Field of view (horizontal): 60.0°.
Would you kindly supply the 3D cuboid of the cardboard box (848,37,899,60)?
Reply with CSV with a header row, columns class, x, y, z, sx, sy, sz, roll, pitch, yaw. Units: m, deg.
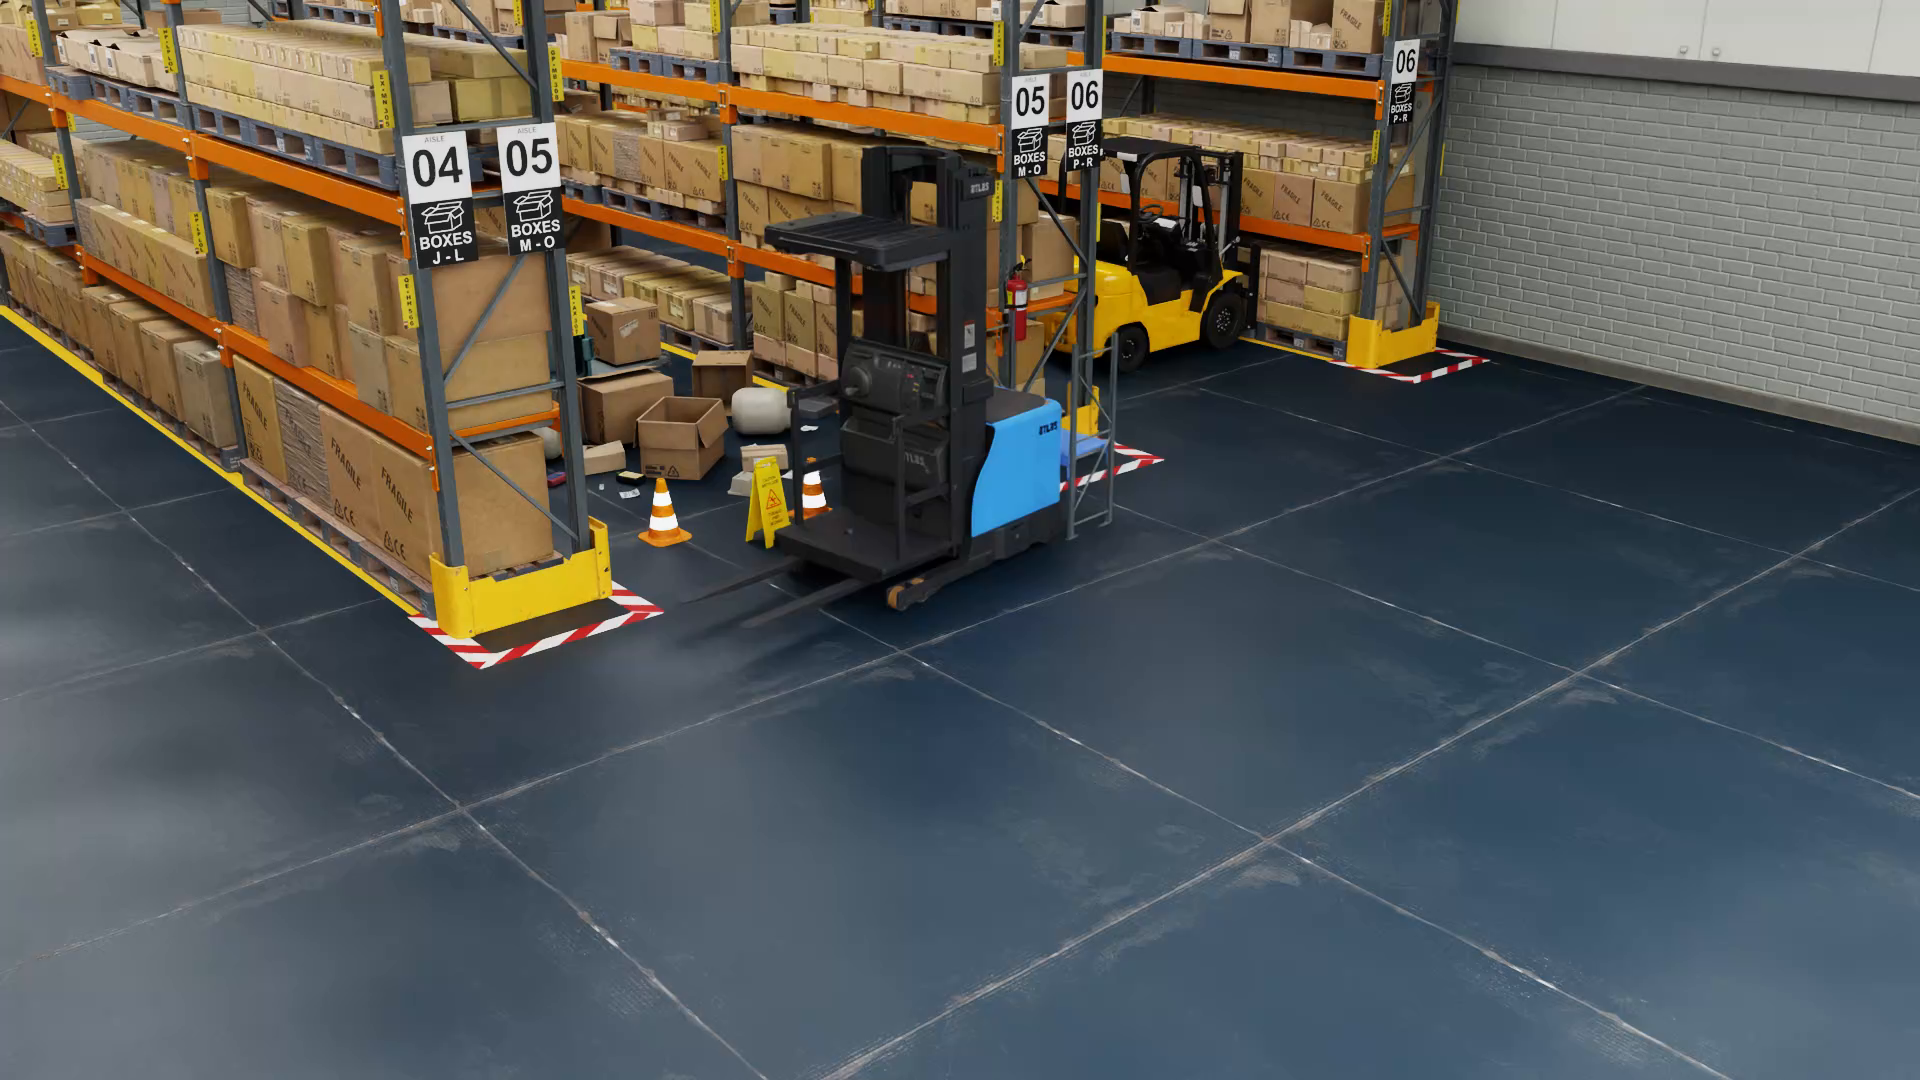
class,x,y,z,sx,sy,sz,roll,pitch,yaw
cardboard box,-0.739,-4.229,14.306,0.380,0.149,0.250,-17,27,-36

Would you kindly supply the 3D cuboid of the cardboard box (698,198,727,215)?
class,x,y,z,sx,sy,sz,roll,pitch,yaw
cardboard box,-2.424,-3.399,16.818,0.380,0.149,0.250,-17,27,-37

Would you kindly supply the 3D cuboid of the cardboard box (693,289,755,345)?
class,x,y,z,sx,sy,sz,roll,pitch,yaw
cardboard box,-2.223,-2.361,17.425,0.950,0.372,0.625,-17,27,-37

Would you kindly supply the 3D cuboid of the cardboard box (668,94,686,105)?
class,x,y,z,sx,sy,sz,roll,pitch,yaw
cardboard box,-4.199,-6.923,25.845,0.500,0.250,0.500,-17,27,-37

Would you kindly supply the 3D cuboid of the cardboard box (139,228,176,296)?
class,x,y,z,sx,sy,sz,roll,pitch,yaw
cardboard box,-6.766,-2.444,14.474,0.500,0.500,0.500,-17,27,-37

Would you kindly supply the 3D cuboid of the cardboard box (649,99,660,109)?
class,x,y,z,sx,sy,sz,roll,pitch,yaw
cardboard box,-4.736,-6.979,26.533,0.380,0.149,0.250,-18,27,-38

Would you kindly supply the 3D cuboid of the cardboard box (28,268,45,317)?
class,x,y,z,sx,sy,sz,roll,pitch,yaw
cardboard box,-9.805,-2.725,18.181,0.500,0.500,0.500,-17,27,-37

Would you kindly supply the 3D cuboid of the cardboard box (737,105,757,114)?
class,x,y,z,sx,sy,sz,roll,pitch,yaw
cardboard box,-2.859,-6.549,24.379,0.700,0.500,0.500,-17,27,-37

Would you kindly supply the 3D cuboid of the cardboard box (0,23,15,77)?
class,x,y,z,sx,sy,sz,roll,pitch,yaw
cardboard box,-9.399,-4.958,16.779,0.500,0.500,0.500,-17,27,-37

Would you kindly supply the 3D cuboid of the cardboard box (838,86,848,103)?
class,x,y,z,sx,sy,sz,roll,pitch,yaw
cardboard box,-0.854,-3.952,14.694,0.380,0.149,0.250,-17,27,-37

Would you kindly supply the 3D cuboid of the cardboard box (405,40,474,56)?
class,x,y,z,sx,sy,sz,roll,pitch,yaw
cardboard box,-3.423,-3.204,10.976,0.380,0.149,0.250,-17,27,-37

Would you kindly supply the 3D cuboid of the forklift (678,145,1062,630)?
class,x,y,z,sx,sy,sz,roll,pitch,yaw
forklift,-0.594,-1.093,11.256,1.130,2.935,3.031,18,28,38

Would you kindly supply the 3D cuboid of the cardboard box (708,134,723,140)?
class,x,y,z,sx,sy,sz,roll,pitch,yaw
cardboard box,-2.295,-3.961,17.363,0.500,0.500,0.500,-17,27,-37

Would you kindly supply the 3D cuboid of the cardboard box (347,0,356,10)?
class,x,y,z,sx,sy,sz,roll,pitch,yaw
cardboard box,-7.933,-7.150,22.144,0.380,0.149,0.250,-17,27,-36

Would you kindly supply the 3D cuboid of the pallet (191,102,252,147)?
class,x,y,z,sx,sy,sz,roll,pitch,yaw
pallet,-5.037,-3.165,12.460,1.003,0.211,1.213,-17,27,-37

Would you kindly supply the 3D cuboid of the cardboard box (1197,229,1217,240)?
class,x,y,z,sx,sy,sz,roll,pitch,yaw
cardboard box,2.617,-3.321,18.673,0.500,0.250,0.500,-16,27,-36

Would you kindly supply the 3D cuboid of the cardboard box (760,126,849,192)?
class,x,y,z,sx,sy,sz,roll,pitch,yaw
cardboard box,-1.439,-3.575,15.583,0.700,0.500,0.500,-17,27,-37

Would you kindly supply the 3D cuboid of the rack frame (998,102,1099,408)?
class,x,y,z,sx,sy,sz,roll,pitch,yaw
rack frame,0.732,-2.139,13.832,1.000,3.000,0.127,-17,27,-37

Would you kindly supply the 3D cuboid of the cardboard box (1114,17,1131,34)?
class,x,y,z,sx,sy,sz,roll,pitch,yaw
cardboard box,1.942,-5.752,18.576,0.380,0.149,0.250,-17,27,-36

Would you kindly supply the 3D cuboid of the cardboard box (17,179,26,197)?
class,x,y,z,sx,sy,sz,roll,pitch,yaw
cardboard box,-9.354,-3.603,16.931,0.380,0.149,0.250,-17,27,-37

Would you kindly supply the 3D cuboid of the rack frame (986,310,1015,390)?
class,x,y,z,sx,sy,sz,roll,pitch,yaw
rack frame,0.249,-1.024,13.043,0.032,1.500,0.500,19,28,40

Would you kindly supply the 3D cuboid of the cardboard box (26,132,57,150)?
class,x,y,z,sx,sy,sz,roll,pitch,yaw
cardboard box,-10.375,-4.539,18.914,0.380,0.149,0.250,-16,26,-35

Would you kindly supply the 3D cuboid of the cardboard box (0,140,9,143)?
class,x,y,z,sx,sy,sz,roll,pitch,yaw
cardboard box,-10.690,-4.310,18.328,0.380,0.149,0.250,-17,27,-36

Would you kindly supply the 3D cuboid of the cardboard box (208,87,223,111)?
class,x,y,z,sx,sy,sz,roll,pitch,yaw
cardboard box,-5.251,-3.238,12.156,0.380,0.149,0.250,-18,27,-38

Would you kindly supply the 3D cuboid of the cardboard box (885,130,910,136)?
class,x,y,z,sx,sy,sz,roll,pitch,yaw
cardboard box,-0.646,-5.508,21.955,0.500,0.250,0.500,-17,27,-37

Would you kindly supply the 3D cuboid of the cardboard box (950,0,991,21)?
class,x,y,z,sx,sy,sz,roll,pitch,yaw
cardboard box,0.221,-6.678,20.458,0.500,0.500,0.500,-17,27,-36

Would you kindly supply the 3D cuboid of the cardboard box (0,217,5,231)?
class,x,y,z,sx,sy,sz,roll,pitch,yaw
cardboard box,-12.046,-4.041,21.207,0.380,0.149,0.250,-19,28,-39

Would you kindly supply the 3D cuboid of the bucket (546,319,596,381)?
class,x,y,z,sx,sy,sz,roll,pitch,yaw
bucket,-3.728,-1.733,15.199,0.726,0.611,0.620,-8,13,-19

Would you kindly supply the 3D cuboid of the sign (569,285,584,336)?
class,x,y,z,sx,sy,sz,roll,pitch,yaw
sign,-2.528,-1.503,10.913,0.100,0.325,0.005,-17,27,-37

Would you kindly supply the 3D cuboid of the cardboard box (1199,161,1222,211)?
class,x,y,z,sx,sy,sz,roll,pitch,yaw
cardboard box,2.967,-3.865,18.102,0.500,0.500,0.500,-17,27,-37

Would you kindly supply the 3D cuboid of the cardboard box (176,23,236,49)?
class,x,y,z,sx,sy,sz,roll,pitch,yaw
cardboard box,-5.583,-3.750,12.369,0.380,0.149,0.250,-17,27,-37

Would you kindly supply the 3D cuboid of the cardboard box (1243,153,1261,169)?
class,x,y,z,sx,sy,sz,roll,pitch,yaw
cardboard box,3.195,-4.048,17.680,0.380,0.149,0.250,-17,27,-37

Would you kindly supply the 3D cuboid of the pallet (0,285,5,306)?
class,x,y,z,sx,sy,sz,roll,pitch,yaw
pallet,-11.250,-3.127,20.178,1.003,0.211,1.213,-17,27,-37

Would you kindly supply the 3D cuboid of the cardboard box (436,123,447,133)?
class,x,y,z,sx,sy,sz,roll,pitch,yaw
cardboard box,-3.263,-2.765,10.950,0.380,0.149,0.250,-17,27,-37

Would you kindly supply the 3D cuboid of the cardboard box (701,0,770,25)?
class,x,y,z,sx,sy,sz,roll,pitch,yaw
cardboard box,-2.290,-5.392,16.968,0.500,0.250,0.500,-18,28,-39

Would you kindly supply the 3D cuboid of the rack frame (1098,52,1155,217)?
class,x,y,z,sx,sy,sz,roll,pitch,yaw
rack frame,1.879,-4.427,19.674,1.000,3.000,0.127,-17,27,-37

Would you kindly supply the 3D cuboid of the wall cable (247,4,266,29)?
class,x,y,z,sx,sy,sz,roll,pitch,yaw
wall cable,-12.344,-8.926,29.767,0.588,1.984,0.122,-17,27,-37

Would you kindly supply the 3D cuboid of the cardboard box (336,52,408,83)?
class,x,y,z,sx,sy,sz,roll,pitch,yaw
cardboard box,-3.591,-2.907,10.219,0.380,0.149,0.250,-17,27,-37

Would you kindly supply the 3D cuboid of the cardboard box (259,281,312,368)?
class,x,y,z,sx,sy,sz,roll,pitch,yaw
cardboard box,-4.674,-1.685,12.467,0.875,0.550,0.550,-17,27,-37

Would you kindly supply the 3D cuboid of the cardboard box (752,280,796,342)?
class,x,y,z,sx,sy,sz,roll,pitch,yaw
cardboard box,-1.698,-2.281,16.362,0.500,0.500,0.500,-16,26,-35

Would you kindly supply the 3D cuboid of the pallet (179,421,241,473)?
class,x,y,z,sx,sy,sz,roll,pitch,yaw
pallet,-6.124,-0.935,14.581,1.003,0.211,1.213,-17,27,-37

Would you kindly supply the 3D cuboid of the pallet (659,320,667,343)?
class,x,y,z,sx,sy,sz,roll,pitch,yaw
pallet,-3.189,-2.498,18.572,1.003,0.211,1.213,-17,27,-37

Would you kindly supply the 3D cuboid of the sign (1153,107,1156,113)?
class,x,y,z,sx,sy,sz,roll,pitch,yaw
sign,2.298,-4.999,19.840,0.100,0.325,0.005,-17,27,-37

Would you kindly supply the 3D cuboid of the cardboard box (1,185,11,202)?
class,x,y,z,sx,sy,sz,roll,pitch,yaw
cardboard box,-9.858,-3.679,17.532,0.380,0.149,0.250,-19,28,-40

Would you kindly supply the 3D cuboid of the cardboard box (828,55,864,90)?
class,x,y,z,sx,sy,sz,roll,pitch,yaw
cardboard box,-0.807,-4.102,14.529,0.500,0.250,0.500,-17,27,-37

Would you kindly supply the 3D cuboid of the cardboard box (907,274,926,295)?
class,x,y,z,sx,sy,sz,roll,pitch,yaw
cardboard box,-0.266,-2.258,14.480,0.380,0.149,0.250,-17,27,-37

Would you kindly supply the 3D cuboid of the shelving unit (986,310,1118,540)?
class,x,y,z,sx,sy,sz,roll,pitch,yaw
shelving unit,0.618,-0.897,12.718,1.048,1.500,0.538,19,28,40

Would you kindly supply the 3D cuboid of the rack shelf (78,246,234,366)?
class,x,y,z,sx,sy,sz,roll,pitch,yaw
rack shelf,-6.869,-2.256,15.116,1.077,0.370,4.000,-17,27,-37

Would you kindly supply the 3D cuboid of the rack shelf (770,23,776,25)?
class,x,y,z,sx,sy,sz,roll,pitch,yaw
rack shelf,-2.038,-7.146,23.490,1.077,0.370,4.000,-17,27,-37

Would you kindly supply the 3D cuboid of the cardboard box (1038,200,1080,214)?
class,x,y,z,sx,sy,sz,roll,pitch,yaw
cardboard box,1.029,-3.874,20.943,0.875,0.625,0.625,-18,28,-38

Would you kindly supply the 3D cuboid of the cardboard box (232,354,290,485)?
class,x,y,z,sx,sy,sz,roll,pitch,yaw
cardboard box,-5.206,-1.054,13.399,0.875,0.875,0.875,-17,27,-37

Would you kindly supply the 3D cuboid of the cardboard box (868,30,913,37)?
class,x,y,z,sx,sy,sz,roll,pitch,yaw
cardboard box,-0.609,-4.517,15.042,0.380,0.149,0.250,-17,27,-37

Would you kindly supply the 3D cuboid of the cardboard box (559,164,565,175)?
class,x,y,z,sx,sy,sz,roll,pitch,yaw
cardboard box,-4.419,-4.294,19.103,0.380,0.149,0.250,-19,29,-40

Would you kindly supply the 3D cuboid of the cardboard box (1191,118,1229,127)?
class,x,y,z,sx,sy,sz,roll,pitch,yaw
cardboard box,2.842,-4.694,18.922,0.380,0.149,0.250,-18,28,-38

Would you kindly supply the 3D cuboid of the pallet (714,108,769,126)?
class,x,y,z,sx,sy,sz,roll,pitch,yaw
pallet,-2.904,-6.301,24.722,1.003,0.211,1.213,-17,27,-37

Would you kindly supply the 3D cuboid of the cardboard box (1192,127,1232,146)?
class,x,y,z,sx,sy,sz,roll,pitch,yaw
cardboard box,2.763,-4.418,18.217,0.380,0.149,0.250,-18,27,-38
